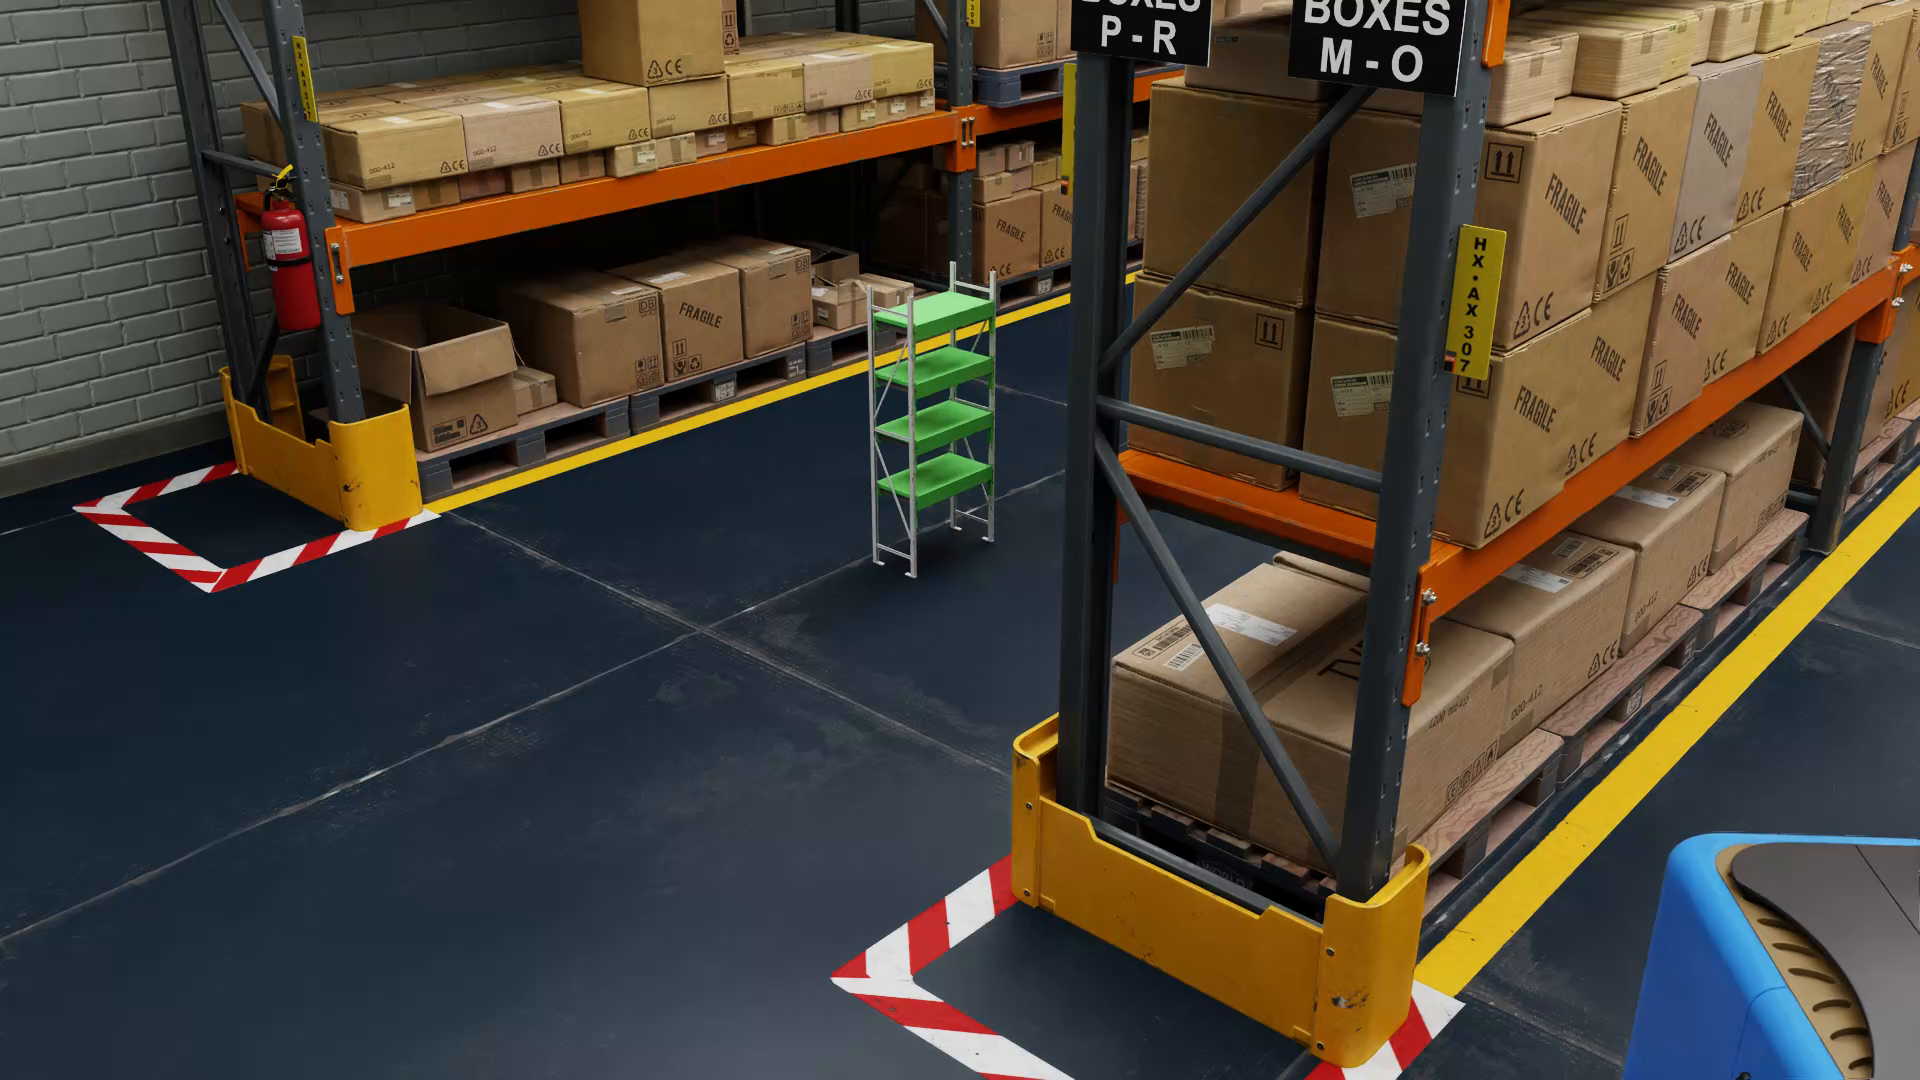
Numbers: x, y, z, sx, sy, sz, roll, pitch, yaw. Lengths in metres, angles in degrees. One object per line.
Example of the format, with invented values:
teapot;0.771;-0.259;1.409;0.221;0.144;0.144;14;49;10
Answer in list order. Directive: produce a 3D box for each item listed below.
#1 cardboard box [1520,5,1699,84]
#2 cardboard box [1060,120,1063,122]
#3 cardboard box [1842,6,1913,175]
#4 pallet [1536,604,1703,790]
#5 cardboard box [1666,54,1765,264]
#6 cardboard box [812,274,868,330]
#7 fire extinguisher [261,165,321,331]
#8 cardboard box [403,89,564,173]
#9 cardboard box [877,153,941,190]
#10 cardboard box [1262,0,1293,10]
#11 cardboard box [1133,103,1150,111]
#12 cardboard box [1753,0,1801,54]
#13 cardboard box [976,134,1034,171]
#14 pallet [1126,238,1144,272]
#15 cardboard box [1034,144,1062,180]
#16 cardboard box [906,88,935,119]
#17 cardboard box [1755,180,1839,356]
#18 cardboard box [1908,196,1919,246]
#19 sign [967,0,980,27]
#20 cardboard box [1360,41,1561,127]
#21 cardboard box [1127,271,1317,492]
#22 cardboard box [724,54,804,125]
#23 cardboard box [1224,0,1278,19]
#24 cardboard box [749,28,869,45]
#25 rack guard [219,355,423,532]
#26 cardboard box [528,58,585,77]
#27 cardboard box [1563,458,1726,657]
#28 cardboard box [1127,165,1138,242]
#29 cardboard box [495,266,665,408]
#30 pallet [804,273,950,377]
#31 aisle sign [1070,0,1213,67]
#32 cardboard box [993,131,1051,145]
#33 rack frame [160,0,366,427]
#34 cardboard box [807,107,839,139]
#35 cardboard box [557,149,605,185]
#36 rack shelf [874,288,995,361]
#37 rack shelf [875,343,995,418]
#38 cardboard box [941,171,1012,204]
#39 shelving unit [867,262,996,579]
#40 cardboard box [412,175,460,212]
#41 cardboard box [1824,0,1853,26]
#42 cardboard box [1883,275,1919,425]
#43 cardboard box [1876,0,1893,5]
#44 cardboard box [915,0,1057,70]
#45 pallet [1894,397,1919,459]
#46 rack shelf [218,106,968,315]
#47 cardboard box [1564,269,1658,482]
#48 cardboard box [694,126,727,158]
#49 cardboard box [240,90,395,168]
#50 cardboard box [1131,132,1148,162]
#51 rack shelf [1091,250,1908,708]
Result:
cardboard box;1.677;-1.291;4.327;0.380;0.149;0.250;19;30;36
cardboard box;0.928;-2.885;11.767;0.380;0.149;0.250;20;31;38
cardboard box;2.906;-1.578;5.758;0.500;0.500;0.500;20;31;37
pallet;1.980;0.409;6.080;1.003;0.211;1.213;20;31;38
cardboard box;1.901;-1.117;4.731;0.500;0.500;0.500;20;31;37
cardboard box;-0.730;-1.387;9.505;0.396;0.266;0.258;22;32;39
fire extinguisher;-2.762;-1.206;6.825;0.296;0.674;0.183;20;31;38
cardboard box;-2.168;-1.868;7.571;0.500;0.250;0.500;21;31;38
cardboard box;-0.308;-2.339;10.550;0.380;0.149;0.250;19;30;36
cardboard box;1.042;-1.376;4.515;0.380;0.149;0.250;20;31;37
cardboard box;1.447;-3.122;12.296;0.380;0.149;0.250;21;31;38
cardboard box;2.200;-1.520;4.837;0.380;0.149;0.250;19;31;36
cardboard box;0.237;-2.413;10.351;0.380;0.149;0.250;18;30;35
pallet;0.990;-2.161;11.811;1.003;0.211;1.213;20;31;38
cardboard box;0.562;-2.459;10.818;0.380;0.149;0.250;20;31;37
cardboard box;-0.363;-2.521;9.513;0.380;0.149;0.250;21;31;38
cardboard box;2.577;-0.966;5.617;0.500;0.500;0.500;20;31;37
cardboard box;3.851;-1.441;6.981;0.500;0.250;0.500;19;31;36
sign;0.071;-3.051;9.330;0.100;0.325;0.005;20;31;38
cardboard box;1.134;-1.059;3.809;0.380;0.149;0.250;21;32;39
cardboard box;0.816;-0.494;4.562;0.500;0.500;0.500;20;31;38
cardboard box;-1.163;-2.342;8.627;0.500;0.250;0.500;20;31;37
cardboard box;1.868;-3.734;11.581;0.500;0.250;0.500;18;30;35
cardboard box;-0.870;-2.792;9.630;0.500;0.250;0.500;20;31;37
rack guard;-2.957;-0.465;7.677;1.175;0.500;0.348;20;31;38
cardboard box;-1.871;-2.328;8.596;0.500;0.250;0.500;20;31;37
cardboard box;2.264;-0.035;6.280;0.875;0.438;0.875;19;30;36
cardboard box;0.836;-2.254;11.153;0.500;0.500;0.500;19;30;36
cardboard box;-1.930;-1.044;8.454;0.700;0.500;0.500;22;32;40
pallet;-0.798;-1.320;9.936;1.003;0.211;1.213;20;31;38
aisle sign;0.412;-1.478;3.702;0.394;0.787;0.004;20;31;38
cardboard box;0.395;-2.652;11.247;0.380;0.149;0.250;21;32;39
rack frame;-3.008;-1.583;7.114;1.000;3.000;0.127;20;31;38
cardboard box;-0.872;-2.277;8.970;0.380;0.149;0.250;21;32;39
cardboard box;-1.912;-1.816;7.941;0.380;0.149;0.250;21;31;38
rack shelf;-0.110;-0.877;6.722;0.258;0.148;0.480;20;31;38
rack shelf;-0.110;-0.658;6.820;0.258;0.148;0.480;20;31;38
cardboard box;0.099;-2.185;10.206;0.380;0.149;0.250;22;32;40
shelving unit;-0.110;-0.497;6.892;0.258;1.200;0.503;20;31;38
cardboard box;-2.449;-1.584;7.423;0.380;0.149;0.250;21;32;39
cardboard box;2.666;-1.772;5.399;0.380;0.149;0.250;20;31;37
cardboard box;4.312;-1.158;8.249;0.875;0.875;0.875;21;32;39
cardboard box;3.135;-2.014;5.938;0.380;0.149;0.250;21;32;39
cardboard box;0.151;-3.125;9.918;0.700;0.500;0.500;21;32;39
pallet;4.633;-0.804;8.785;1.003;0.211;1.213;20;31;38
rack shelf;-1.673;-1.864;8.620;1.077;0.370;4.000;20;31;38
cardboard box;1.542;-0.504;4.585;0.500;0.500;0.500;20;31;37
cardboard box;-1.406;-2.056;8.475;0.380;0.149;0.250;20;31;37
cardboard box;-2.899;-1.863;7.558;0.500;0.250;0.500;21;32;39
cardboard box;1.082;-2.690;11.333;0.380;0.149;0.250;20;31;38
rack shelf;2.026;-0.510;5.600;1.077;0.370;4.000;20;31;38
